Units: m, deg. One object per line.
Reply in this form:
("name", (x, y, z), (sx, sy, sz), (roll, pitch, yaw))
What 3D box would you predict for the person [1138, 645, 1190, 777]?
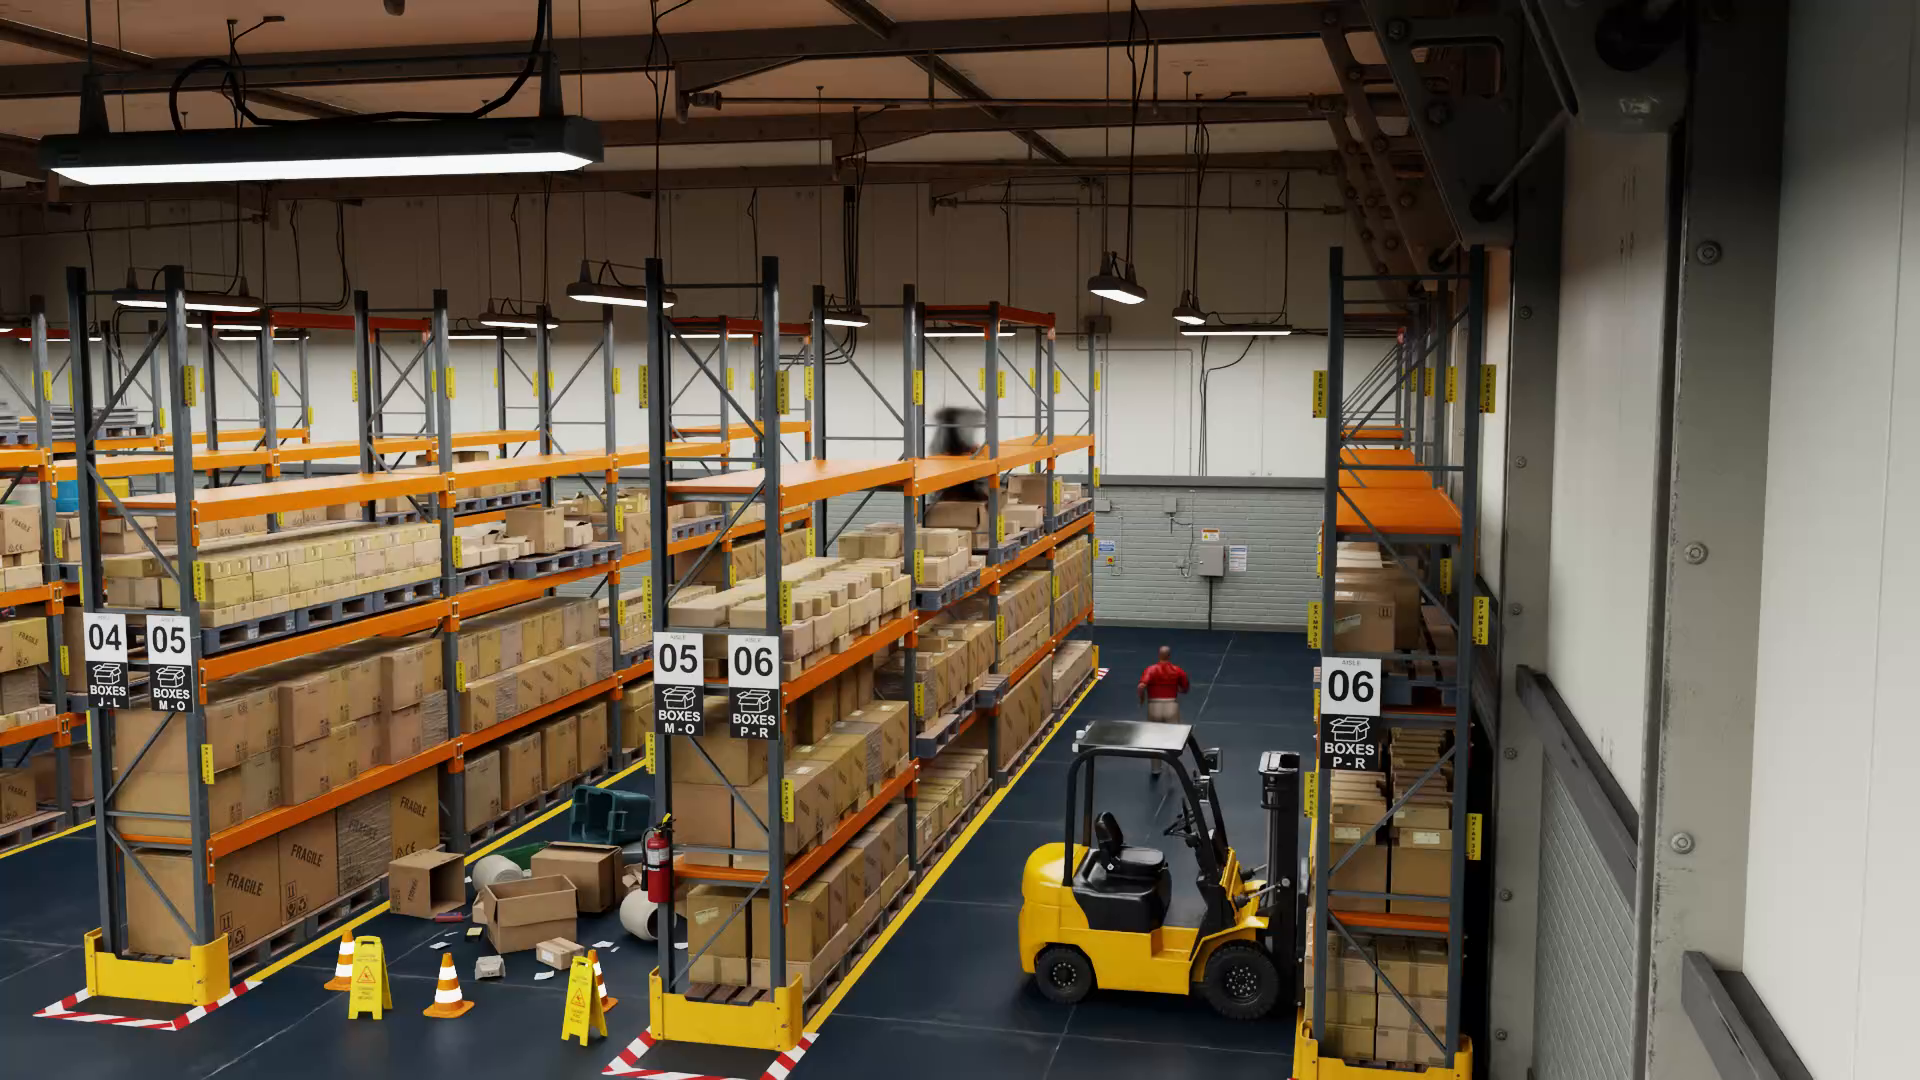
("person", (2.583, 2.175, 21.116), (0.665, 1.693, 0.926), (0, 6, 5))
